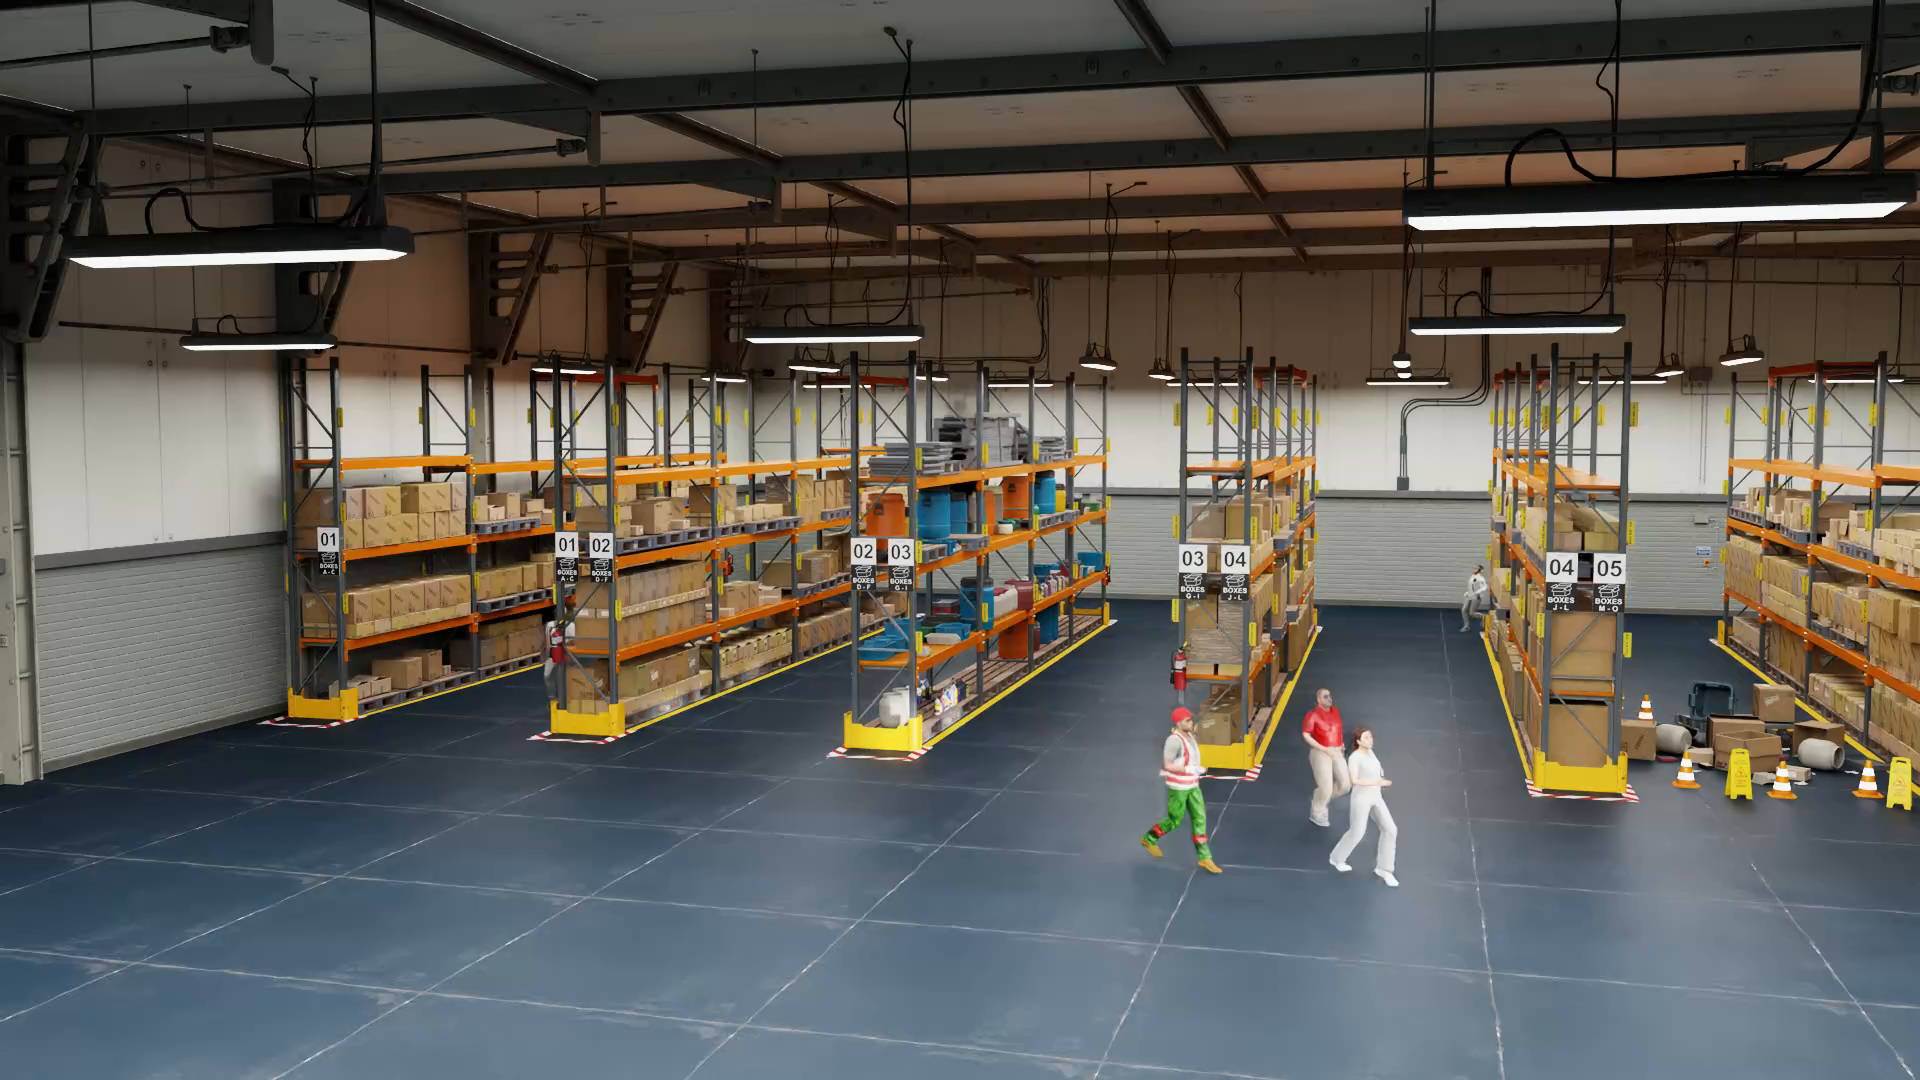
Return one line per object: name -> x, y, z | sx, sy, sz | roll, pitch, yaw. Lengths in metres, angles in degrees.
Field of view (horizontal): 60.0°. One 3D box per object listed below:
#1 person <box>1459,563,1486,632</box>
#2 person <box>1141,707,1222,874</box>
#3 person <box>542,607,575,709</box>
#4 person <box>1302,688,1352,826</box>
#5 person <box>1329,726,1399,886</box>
person -> 12.084, 1.350, 38.881 | 0.665, 1.658, 0.658 | -1, 4, -13
person -> 2.452, 2.741, 18.410 | 0.987, 1.799, 0.653 | 3, 5, 39
person -> -6.929, 2.020, 28.687 | 0.671, 1.801, 0.728 | 1, 4, 9
person -> 4.528, 2.668, 20.435 | 0.673, 1.682, 0.527 | -3, 5, -32
person -> 4.399, 2.860, 18.028 | 0.570, 1.695, 0.819 | -3, 5, -38
